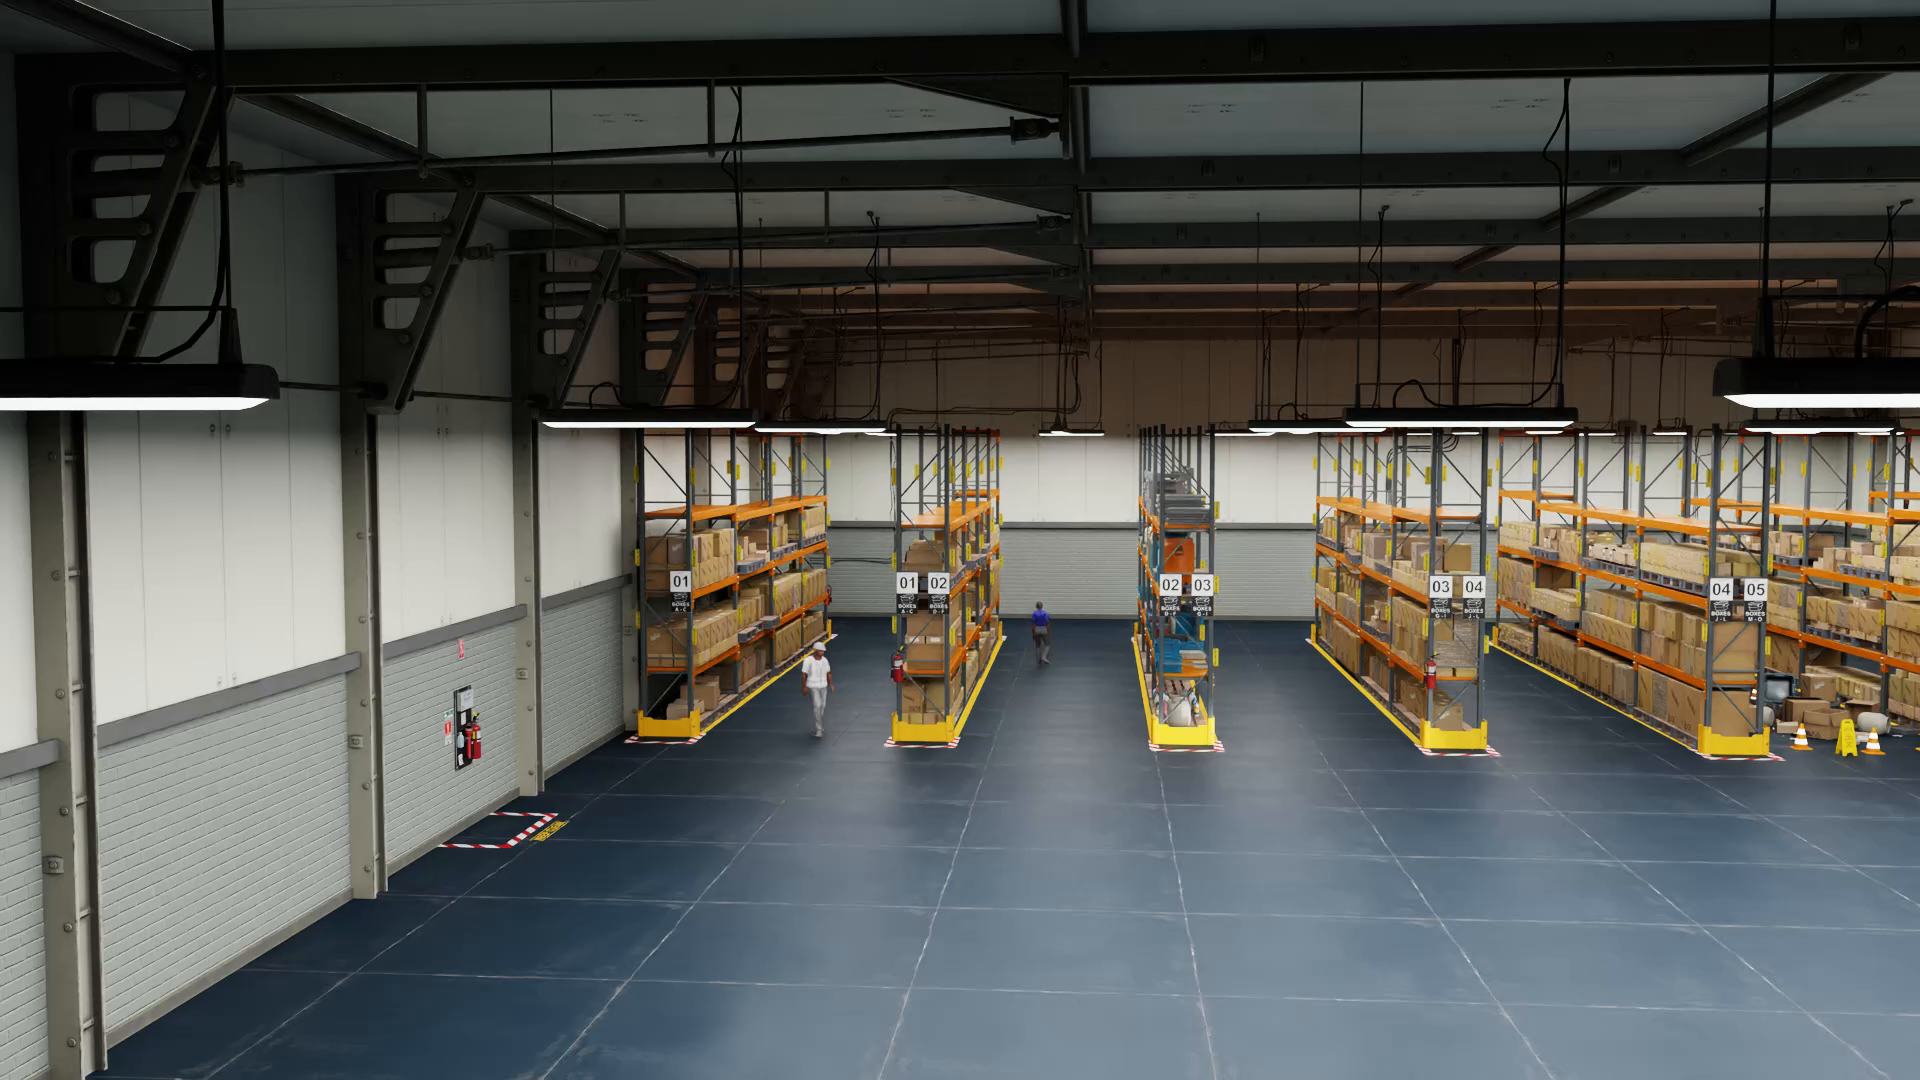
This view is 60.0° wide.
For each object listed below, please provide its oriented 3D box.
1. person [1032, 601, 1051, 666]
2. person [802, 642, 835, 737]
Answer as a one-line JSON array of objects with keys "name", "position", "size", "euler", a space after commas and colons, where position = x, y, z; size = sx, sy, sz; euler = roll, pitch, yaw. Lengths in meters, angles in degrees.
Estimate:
[{"name": "person", "position": [2.045, 2.358, 41.739], "size": [0.529, 1.652, 0.471], "euler": [1, 4, 11]}, {"name": "person", "position": [-2.713, 2.896, 32.269], "size": [0.598, 1.818, 0.604], "euler": [-3, 5, -40]}]
